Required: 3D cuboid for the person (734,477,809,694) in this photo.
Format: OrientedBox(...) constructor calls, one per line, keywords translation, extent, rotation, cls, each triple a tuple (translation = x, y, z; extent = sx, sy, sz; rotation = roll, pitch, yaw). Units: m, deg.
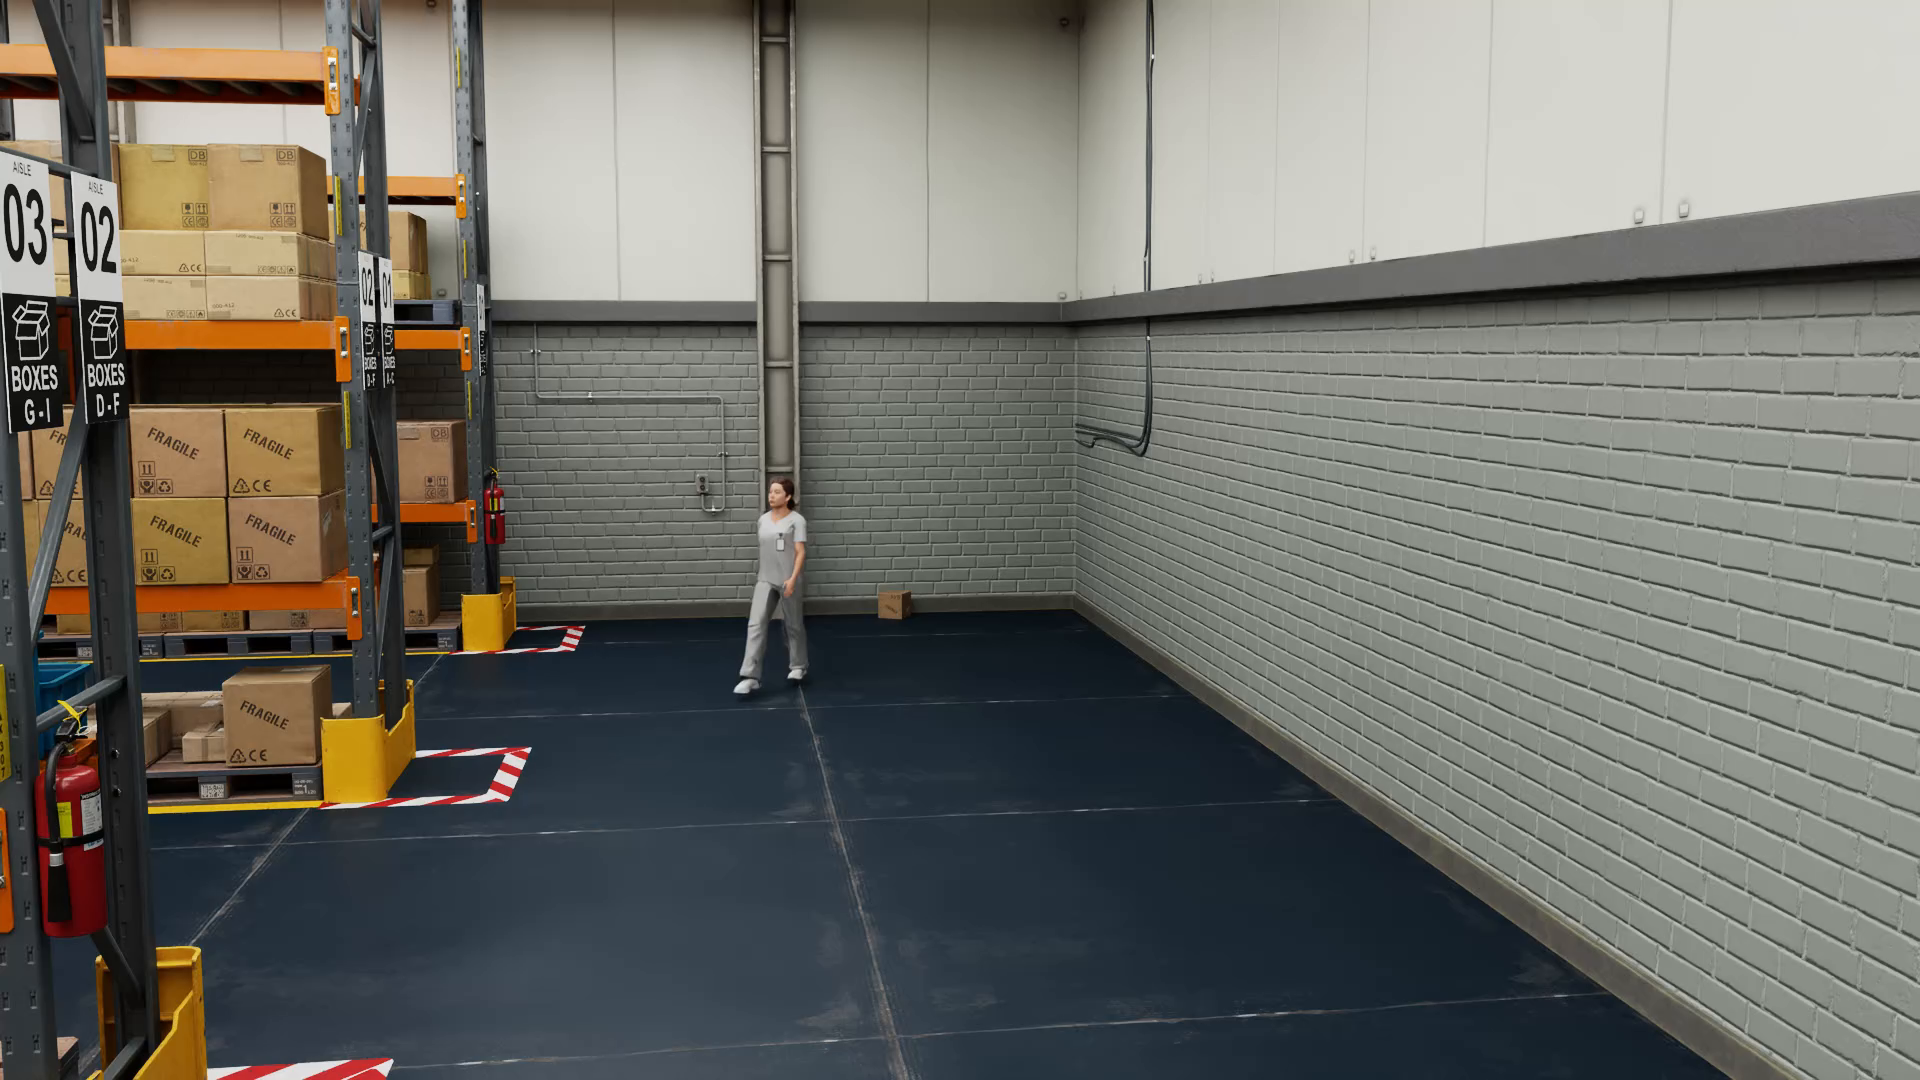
OrientedBox(translation=(-1.415, 0.331, 12.815), extent=(0.450, 1.616, 0.985), rotation=(2, 7, 17), cls="person")
